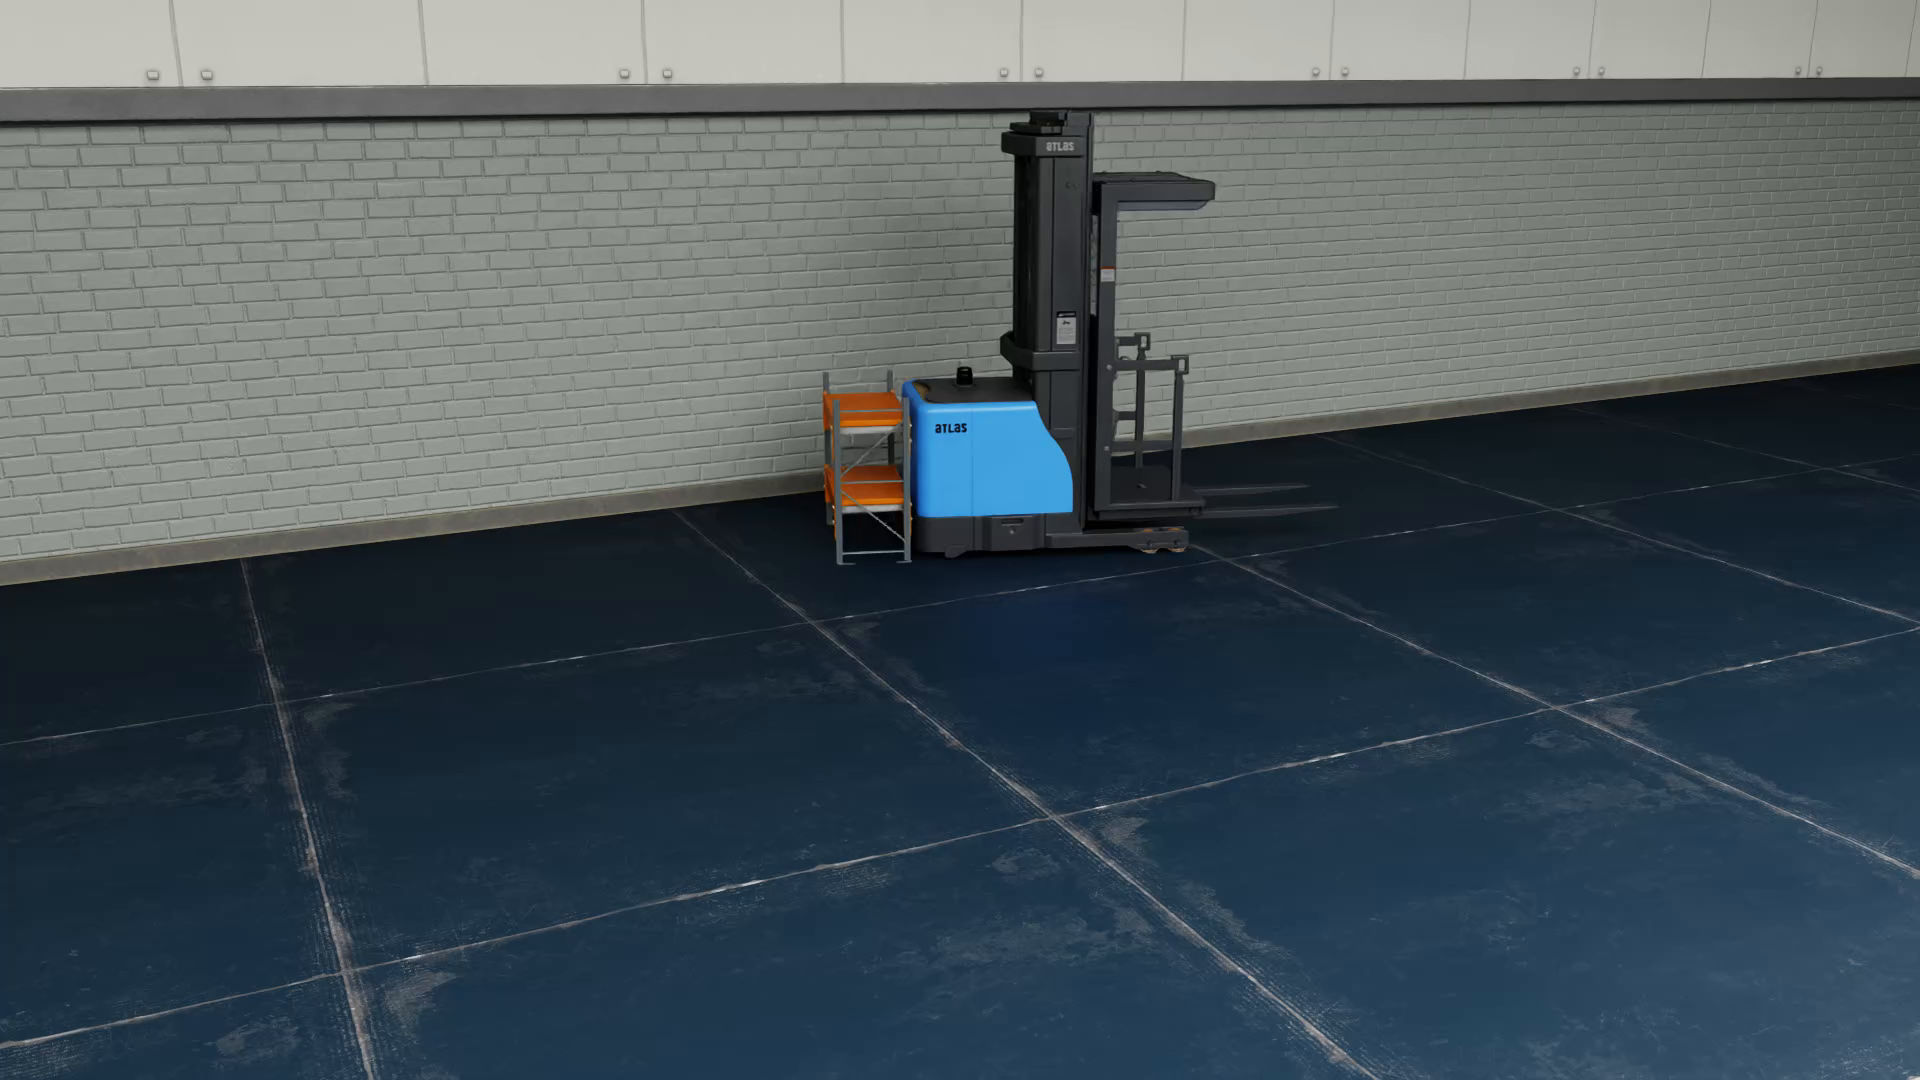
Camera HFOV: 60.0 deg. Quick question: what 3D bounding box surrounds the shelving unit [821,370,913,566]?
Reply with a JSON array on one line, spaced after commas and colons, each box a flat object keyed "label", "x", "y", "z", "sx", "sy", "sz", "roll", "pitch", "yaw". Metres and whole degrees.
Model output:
[{"label": "shelving unit", "x": -0.654, "y": -0.522, "z": 11.531, "sx": 0.538, "sy": 1.125, "sz": 1.048, "roll": -2, "pitch": 16, "yaw": -8}]

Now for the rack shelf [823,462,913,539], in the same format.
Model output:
[{"label": "rack shelf", "x": -0.654, "y": -0.287, "z": 11.599, "sx": 0.538, "sy": 0.278, "sz": 1.000, "roll": -2, "pitch": 16, "yaw": -8}]

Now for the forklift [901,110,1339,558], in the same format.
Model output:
[{"label": "forklift", "x": 1.134, "y": -1.457, "z": 11.513, "sx": 3.031, "sy": 2.935, "sz": 1.130, "roll": -2, "pitch": 16, "yaw": -8}]

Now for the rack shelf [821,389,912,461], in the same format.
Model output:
[{"label": "rack shelf", "x": -0.654, "y": -0.804, "z": 11.451, "sx": 0.538, "sy": 0.278, "sz": 1.000, "roll": -2, "pitch": 16, "yaw": -8}]

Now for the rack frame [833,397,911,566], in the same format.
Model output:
[{"label": "rack frame", "x": -0.583, "y": -0.383, "z": 11.047, "sx": 0.500, "sy": 1.125, "sz": 0.032, "roll": -2, "pitch": 16, "yaw": -8}]

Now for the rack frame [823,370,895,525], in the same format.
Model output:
[{"label": "rack frame", "x": -0.726, "y": -0.661, "z": 12.015, "sx": 0.500, "sy": 1.125, "sz": 0.032, "roll": -2, "pitch": 16, "yaw": -8}]
